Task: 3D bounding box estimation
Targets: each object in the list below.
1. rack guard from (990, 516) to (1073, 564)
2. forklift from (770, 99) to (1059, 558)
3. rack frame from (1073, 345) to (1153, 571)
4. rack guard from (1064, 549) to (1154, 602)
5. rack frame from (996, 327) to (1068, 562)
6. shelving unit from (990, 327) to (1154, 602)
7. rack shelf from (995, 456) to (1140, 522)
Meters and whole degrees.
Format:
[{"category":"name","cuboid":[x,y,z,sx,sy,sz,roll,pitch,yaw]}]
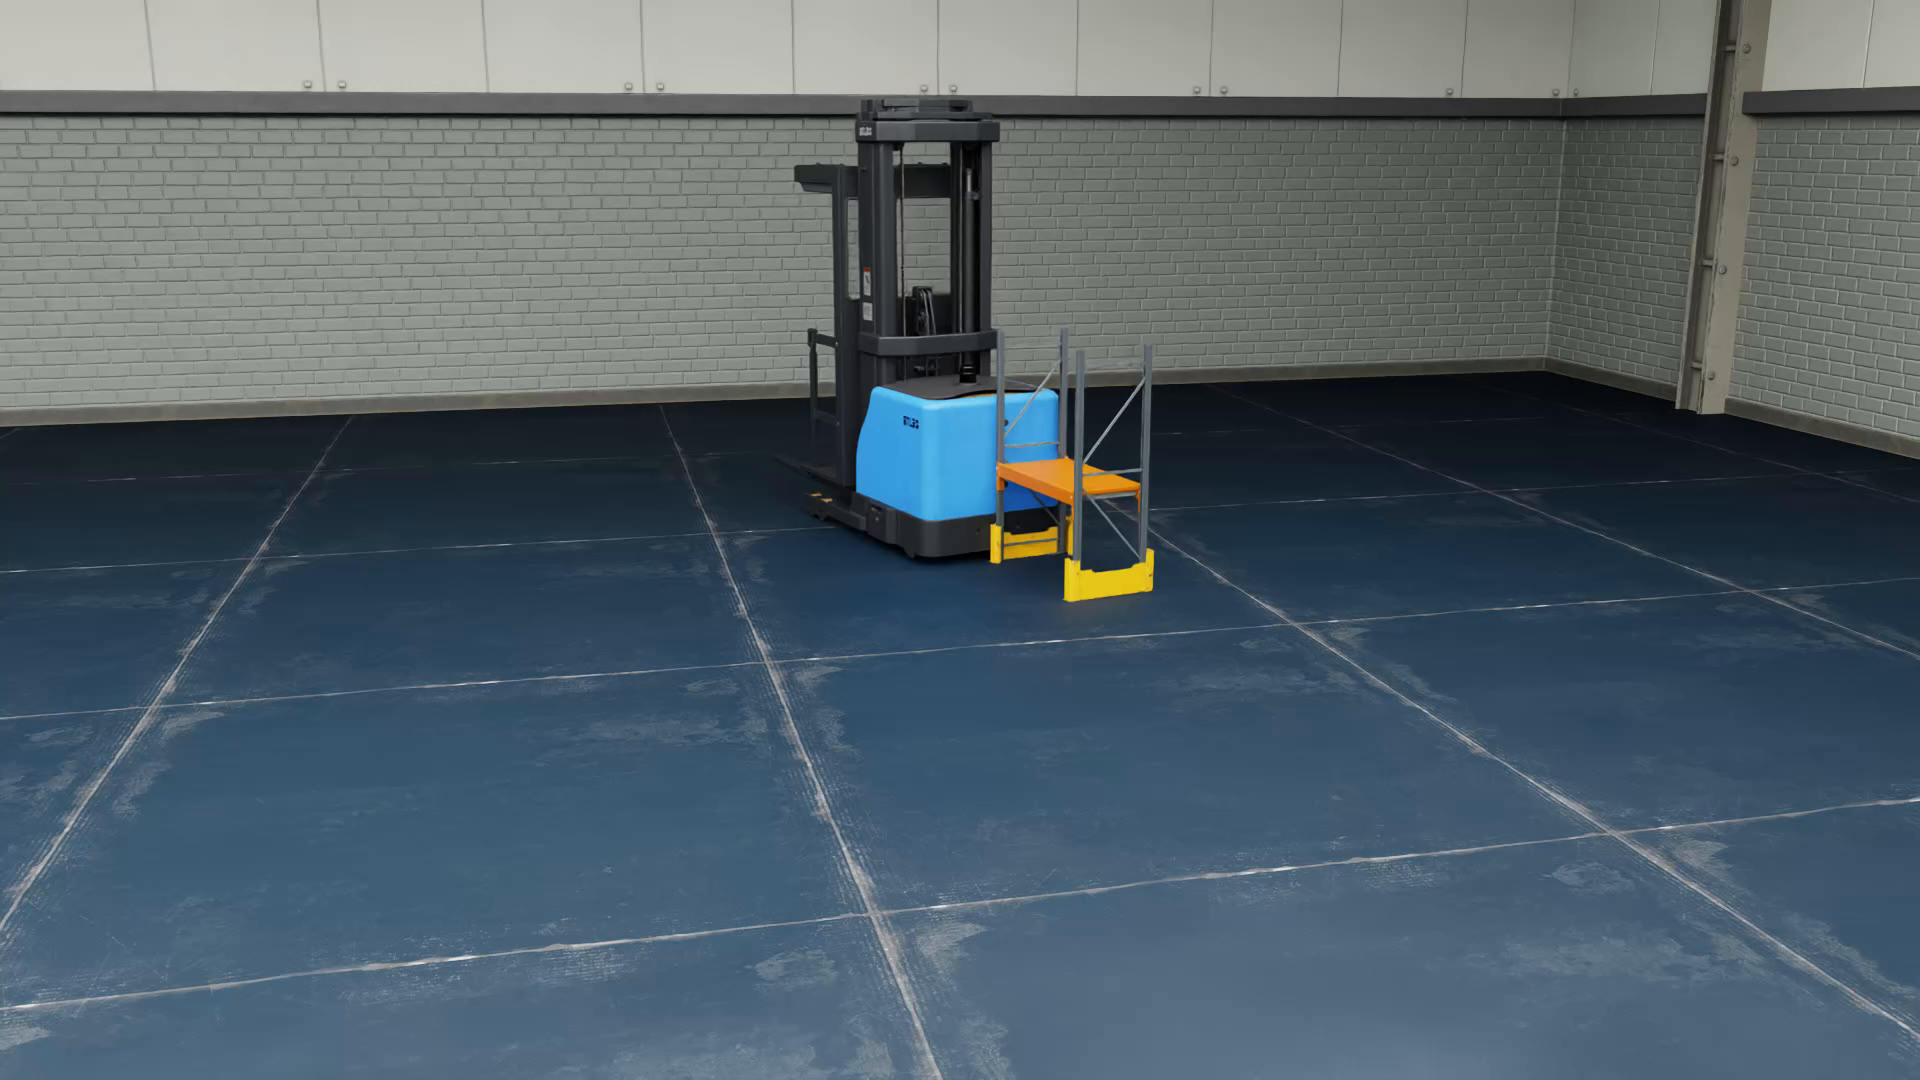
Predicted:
[{"category":"rack guard","cuboid":[0.473,-0.003,10.911,0.587,0.250,0.087,-6,15,-25]},{"category":"forklift","cuboid":[-0.488,-1.607,11.831,1.130,2.935,3.031,-7,16,-28]},{"category":"rack frame","cuboid":[0.903,-0.396,9.888,0.500,1.500,0.032,-6,15,-25]},{"category":"rack guard","cuboid":[0.903,0.211,10.038,0.587,0.250,0.087,-6,15,-25]},{"category":"rack frame","cuboid":[0.465,-0.614,10.779,0.500,1.500,0.032,-6,15,-25]},{"category":"shelving unit","cuboid":[0.688,-0.503,10.326,0.587,1.500,1.083,-6,15,-25]},{"category":"rack shelf","cuboid":[0.684,-0.330,10.377,0.538,0.185,1.000,-6,15,-25]}]
